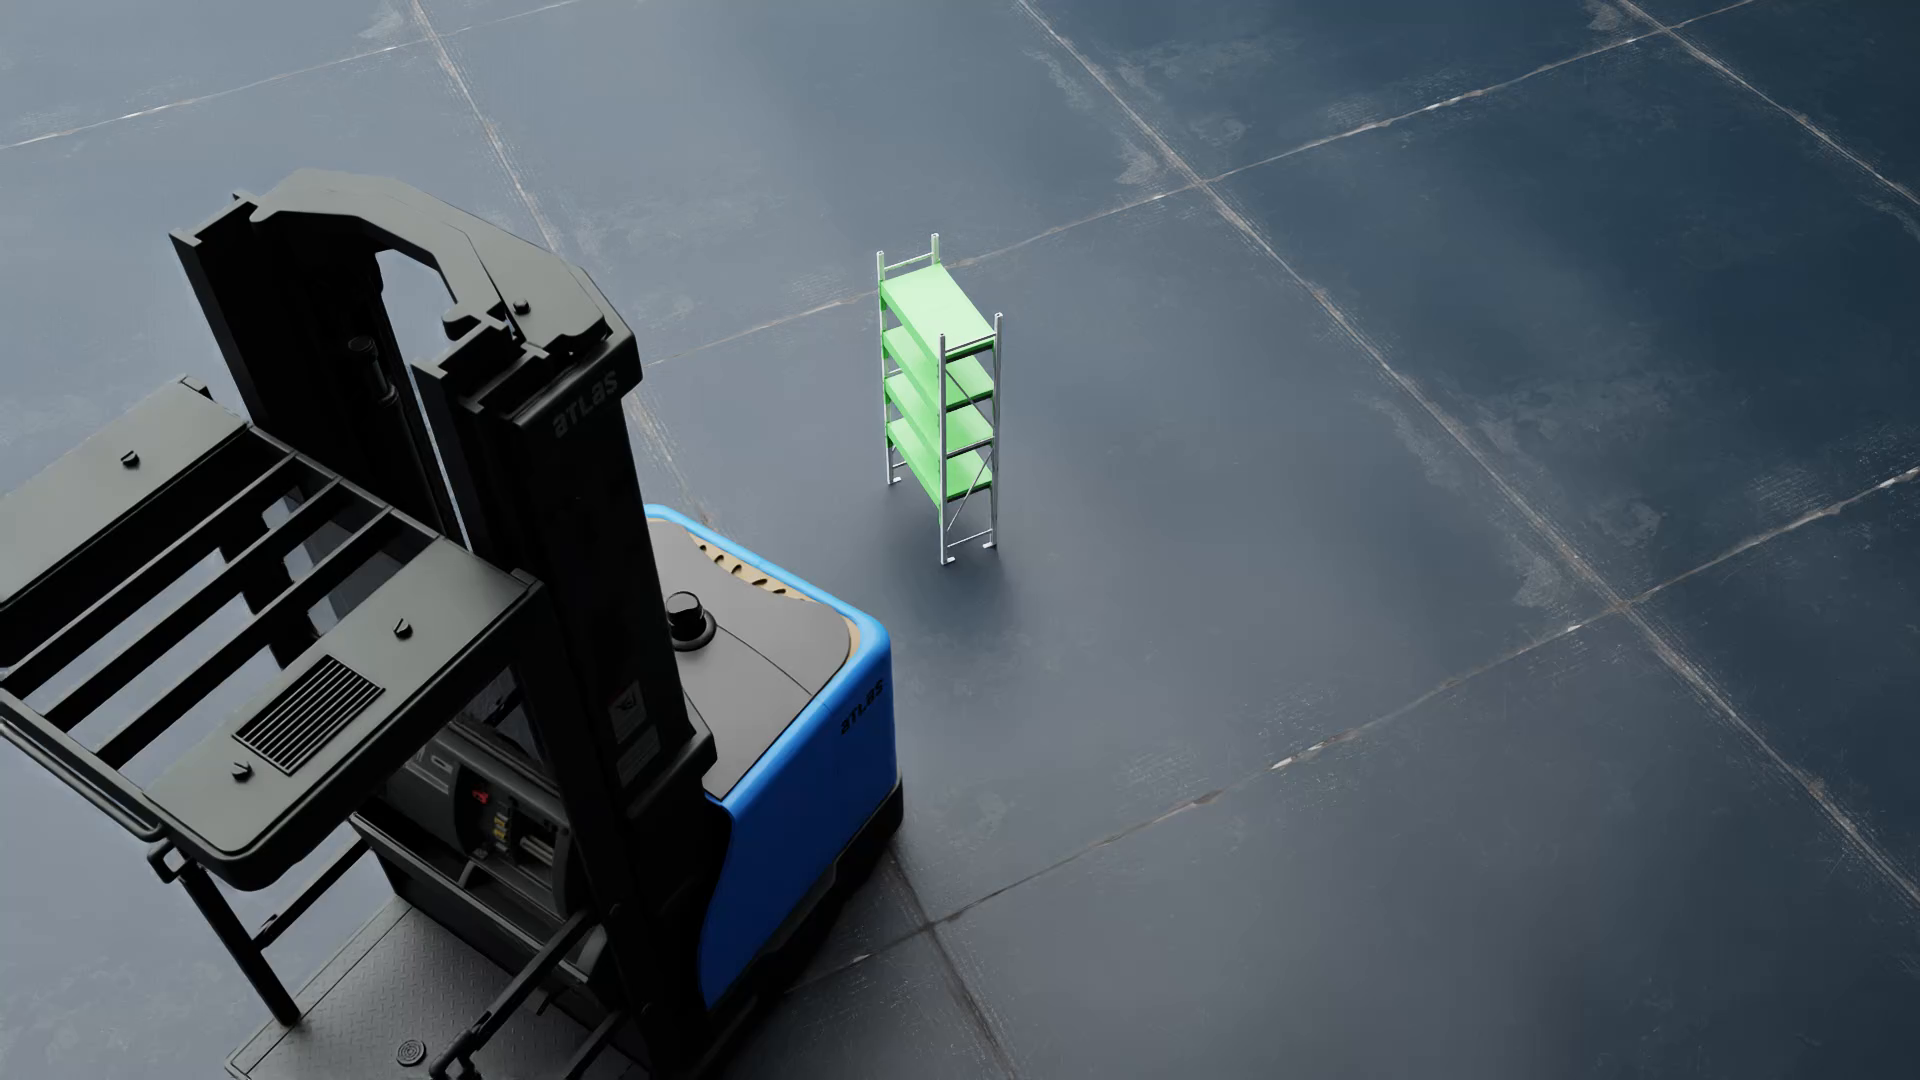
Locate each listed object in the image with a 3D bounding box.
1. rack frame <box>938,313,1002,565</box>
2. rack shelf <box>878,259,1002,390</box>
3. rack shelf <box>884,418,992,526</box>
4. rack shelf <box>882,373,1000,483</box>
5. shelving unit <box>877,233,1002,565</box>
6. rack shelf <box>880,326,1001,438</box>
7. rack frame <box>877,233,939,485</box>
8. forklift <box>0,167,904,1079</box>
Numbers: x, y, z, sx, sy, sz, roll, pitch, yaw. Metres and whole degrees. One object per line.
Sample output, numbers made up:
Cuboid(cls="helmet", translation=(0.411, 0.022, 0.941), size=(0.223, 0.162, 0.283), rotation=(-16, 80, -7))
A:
Cuboid(cls="rack frame", translation=(0.036, -0.342, 6.145), size=(0.240, 1.200, 0.015), rotation=(-21, 52, -18))
Cuboid(cls="rack shelf", translation=(-0.076, -0.780, 5.975), size=(0.258, 0.148, 0.480), rotation=(-21, 52, -18))
Cuboid(cls="rack shelf", translation=(-0.076, -0.306, 6.517), size=(0.258, 0.148, 0.480), rotation=(-21, 52, -18))
Cuboid(cls="rack shelf", translation=(-0.076, -0.464, 6.336), size=(0.258, 0.148, 0.480), rotation=(-21, 52, -18))
Cuboid(cls="shelving unit", translation=(-0.076, -0.506, 6.288), size=(0.258, 1.200, 0.503), rotation=(-21, 52, -18))
Cuboid(cls="rack shelf", translation=(-0.076, -0.622, 6.155), size=(0.258, 0.148, 0.480), rotation=(-21, 52, -18))
Cuboid(cls="rack frame", translation=(-0.187, -0.669, 6.431), size=(0.240, 1.200, 0.015), rotation=(-21, 52, -18))
Cuboid(cls="forklift", translation=(-1.434, 0.725, 4.061), size=(1.130, 2.935, 3.031), rotation=(27, 54, 22))
